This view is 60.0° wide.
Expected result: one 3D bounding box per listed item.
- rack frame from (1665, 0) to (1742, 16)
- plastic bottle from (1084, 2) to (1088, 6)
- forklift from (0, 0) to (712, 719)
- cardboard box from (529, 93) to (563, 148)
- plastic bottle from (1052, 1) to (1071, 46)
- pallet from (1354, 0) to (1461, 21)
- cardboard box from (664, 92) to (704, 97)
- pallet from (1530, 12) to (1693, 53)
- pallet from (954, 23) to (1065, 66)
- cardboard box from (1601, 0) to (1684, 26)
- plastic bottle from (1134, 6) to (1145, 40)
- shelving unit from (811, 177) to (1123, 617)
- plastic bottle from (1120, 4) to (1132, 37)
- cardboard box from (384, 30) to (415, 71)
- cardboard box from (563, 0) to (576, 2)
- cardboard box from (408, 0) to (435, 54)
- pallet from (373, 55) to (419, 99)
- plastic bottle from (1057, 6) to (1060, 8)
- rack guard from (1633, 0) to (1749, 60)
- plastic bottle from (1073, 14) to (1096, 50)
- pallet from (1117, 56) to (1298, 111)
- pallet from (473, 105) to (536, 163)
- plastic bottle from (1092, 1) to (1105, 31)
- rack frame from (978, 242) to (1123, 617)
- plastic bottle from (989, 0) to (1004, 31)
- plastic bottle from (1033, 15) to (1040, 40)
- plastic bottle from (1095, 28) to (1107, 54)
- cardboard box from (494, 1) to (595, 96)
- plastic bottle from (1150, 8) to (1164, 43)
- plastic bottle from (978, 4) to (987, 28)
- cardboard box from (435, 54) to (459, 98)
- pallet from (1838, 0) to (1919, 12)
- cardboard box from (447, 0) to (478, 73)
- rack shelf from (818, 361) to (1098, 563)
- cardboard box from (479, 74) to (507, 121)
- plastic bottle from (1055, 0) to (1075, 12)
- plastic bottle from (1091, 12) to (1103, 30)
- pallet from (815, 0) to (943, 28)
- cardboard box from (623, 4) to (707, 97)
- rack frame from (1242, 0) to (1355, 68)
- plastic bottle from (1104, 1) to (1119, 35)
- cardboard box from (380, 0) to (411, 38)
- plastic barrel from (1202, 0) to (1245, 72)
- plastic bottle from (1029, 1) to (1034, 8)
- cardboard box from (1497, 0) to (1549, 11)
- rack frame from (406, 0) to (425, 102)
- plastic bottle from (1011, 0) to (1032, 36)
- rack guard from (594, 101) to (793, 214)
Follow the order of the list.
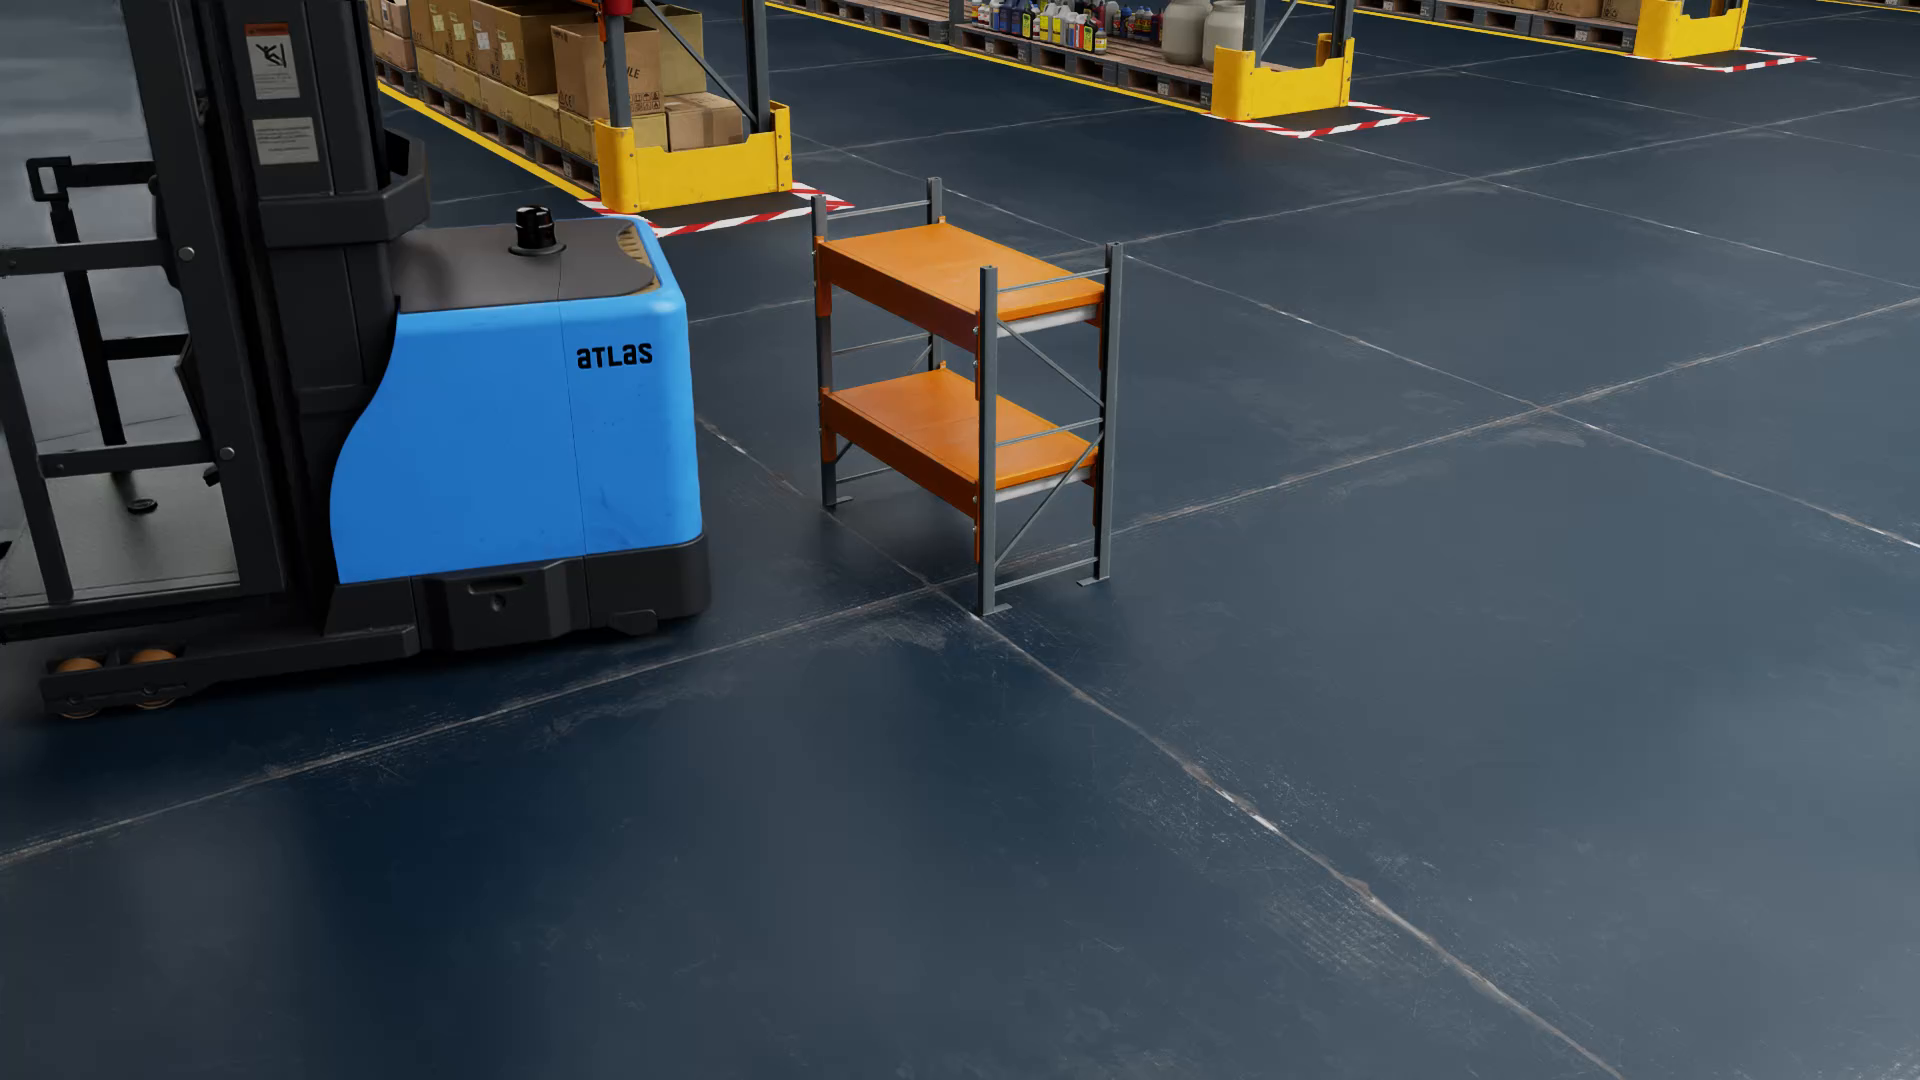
[{"bbox_3d":[6.682,-5.790,14.501,1.000,3.000,0.127,-16,29,-30],"label":"rack frame"},{"bbox_3d":[1.171,-4.757,14.979,0.061,0.283,0.133,-13,28,-26],"label":"plastic bottle"},{"bbox_3d":[-2.349,-1.073,4.590,3.031,2.935,1.130,-7,26,-14],"label":"forklift"},{"bbox_3d":[-2.443,-2.728,10.744,0.500,0.250,0.500,-16,29,-30],"label":"cardboard box"},{"bbox_3d":[0.879,-4.396,14.136,0.144,0.351,0.185,-14,29,-27],"label":"plastic bottle"},{"bbox_3d":[4.895,-5.728,17.636,1.003,0.211,1.213,-16,29,-30],"label":"pallet"},{"bbox_3d":[-2.002,-2.851,11.004,0.500,0.250,0.500,-16,29,-30],"label":"cardboard box"},{"bbox_3d":[6.227,-4.855,15.787,1.003,0.211,1.213,-16,29,-30],"label":"pallet"},{"bbox_3d":[0.681,-4.555,15.153,1.003,0.211,1.213,-16,29,-30],"label":"pallet"},{"bbox_3d":[6.356,-5.077,15.426,0.500,0.500,0.500,-10,27,-20],"label":"cardboard box"},{"bbox_3d":[1.562,-4.480,14.408,0.097,0.271,0.097,0,25,0],"label":"plastic bottle"},{"bbox_3d":[-0.004,-0.511,5.515,0.538,1.125,1.048,-16,29,-30],"label":"shelving unit"},{"bbox_3d":[1.452,-4.553,14.561,0.097,0.271,0.097,0,25,0],"label":"plastic bottle"},{"bbox_3d":[-4.272,-3.941,13.313,0.500,0.250,0.500,-16,30,-30],"label":"cardboard box"},{"bbox_3d":[-2.543,-3.549,11.605,0.500,0.500,0.500,-16,29,-30],"label":"cardboard box"},{"bbox_3d":[-3.812,-3.960,12.476,0.500,0.500,0.500,-16,29,-30],"label":"cardboard box"},{"bbox_3d":[-4.238,-3.907,13.778,1.003,0.211,1.213,-16,29,-30],"label":"pallet"},{"bbox_3d":[0.888,-4.472,14.385,0.152,0.276,0.135,-16,29,-30],"label":"plastic bottle"},{"bbox_3d":[6.641,-4.687,15.092,1.175,0.500,0.348,-16,29,-30],"label":"rack guard"},{"bbox_3d":[1.048,-4.254,13.923,0.152,0.276,0.135,-15,29,-29],"label":"plastic bottle"},{"bbox_3d":[2.013,-3.683,13.304,1.003,0.211,1.213,-16,29,-30],"label":"pallet"},{"bbox_3d":[-2.734,-2.921,11.691,1.003,0.211,1.213,-16,29,-30],"label":"pallet"},{"bbox_3d":[1.220,-4.606,14.659,0.061,0.283,0.133,-16,29,-30],"label":"plastic bottle"},{"bbox_3d":[0.274,-0.329,5.130,0.500,1.125,0.032,-16,29,-30],"label":"rack frame"},{"bbox_3d":[0.355,-4.708,14.885,0.152,0.276,0.135,-14,29,-28],"label":"plastic bottle"},{"bbox_3d":[0.680,-4.440,14.405,0.097,0.201,0.097,0,25,0],"label":"plastic bottle"},{"bbox_3d":[1.163,-4.124,13.735,0.097,0.201,0.097,0,25,0],"label":"plastic bottle"},{"bbox_3d":[-2.720,-3.245,10.961,0.500,0.500,0.500,-16,29,-30],"label":"cardboard box"},{"bbox_3d":[1.696,-4.413,14.250,0.061,0.283,0.133,-15,29,-29],"label":"plastic bottle"},{"bbox_3d":[0.211,-4.747,15.055,0.097,0.201,0.097,0,25,0],"label":"plastic bottle"},{"bbox_3d":[-3.535,-3.443,12.259,0.500,0.250,0.500,-16,29,-30],"label":"cardboard box"},{"bbox_3d":[10.391,-5.916,18.036,1.003,0.211,1.213,-16,29,-30],"label":"pallet"},{"bbox_3d":[-3.266,-3.602,11.718,0.500,0.500,0.500,-16,29,-30],"label":"cardboard box"},{"bbox_3d":[-0.004,-0.290,5.619,0.538,0.278,1.000,-16,29,-30],"label":"rack shelf"},{"bbox_3d":[-2.989,-3.086,11.502,0.500,0.250,0.500,-16,29,-30],"label":"cardboard box"},{"bbox_3d":[0.936,-4.758,14.991,0.152,0.276,0.135,-16,29,-30],"label":"plastic bottle"},{"bbox_3d":[1.137,-4.283,13.975,0.061,0.283,0.133,-16,29,-30],"label":"plastic bottle"},{"bbox_3d":[-0.782,-5.514,17.183,1.003,0.211,1.213,-16,29,-30],"label":"pallet"},{"bbox_3d":[-2.000,-3.190,10.845,0.500,0.500,0.500,-16,29,-30],"label":"cardboard box"},{"bbox_3d":[2.533,-4.636,12.056,1.000,3.000,0.127,-16,29,-30],"label":"rack frame"},{"bbox_3d":[1.309,-4.627,14.713,0.152,0.276,0.135,-15,29,-29],"label":"plastic bottle"},{"bbox_3d":[-4.264,-4.191,13.187,0.500,0.311,0.500,-16,29,-30],"label":"cardboard box"},{"bbox_3d":[2.109,-3.918,12.958,0.421,0.512,0.421,0,25,0],"label":"plastic barrel"},{"bbox_3d":[0.622,-4.622,14.709,0.097,0.271,0.097,0,25,0],"label":"plastic bottle"},{"bbox_3d":[5.675,-5.511,16.346,0.500,0.500,0.500,-13,28,-25],"label":"cardboard box"},{"bbox_3d":[-3.803,-4.913,12.644,1.000,3.000,0.127,-16,29,-30],"label":"rack frame"},{"bbox_3d":[0.545,-4.614,14.599,0.144,0.351,0.185,-17,30,-32],"label":"plastic bottle"},{"bbox_3d":[-1.606,-2.344,10.129,1.175,0.500,0.348,-16,29,-30],"label":"rack guard"}]
